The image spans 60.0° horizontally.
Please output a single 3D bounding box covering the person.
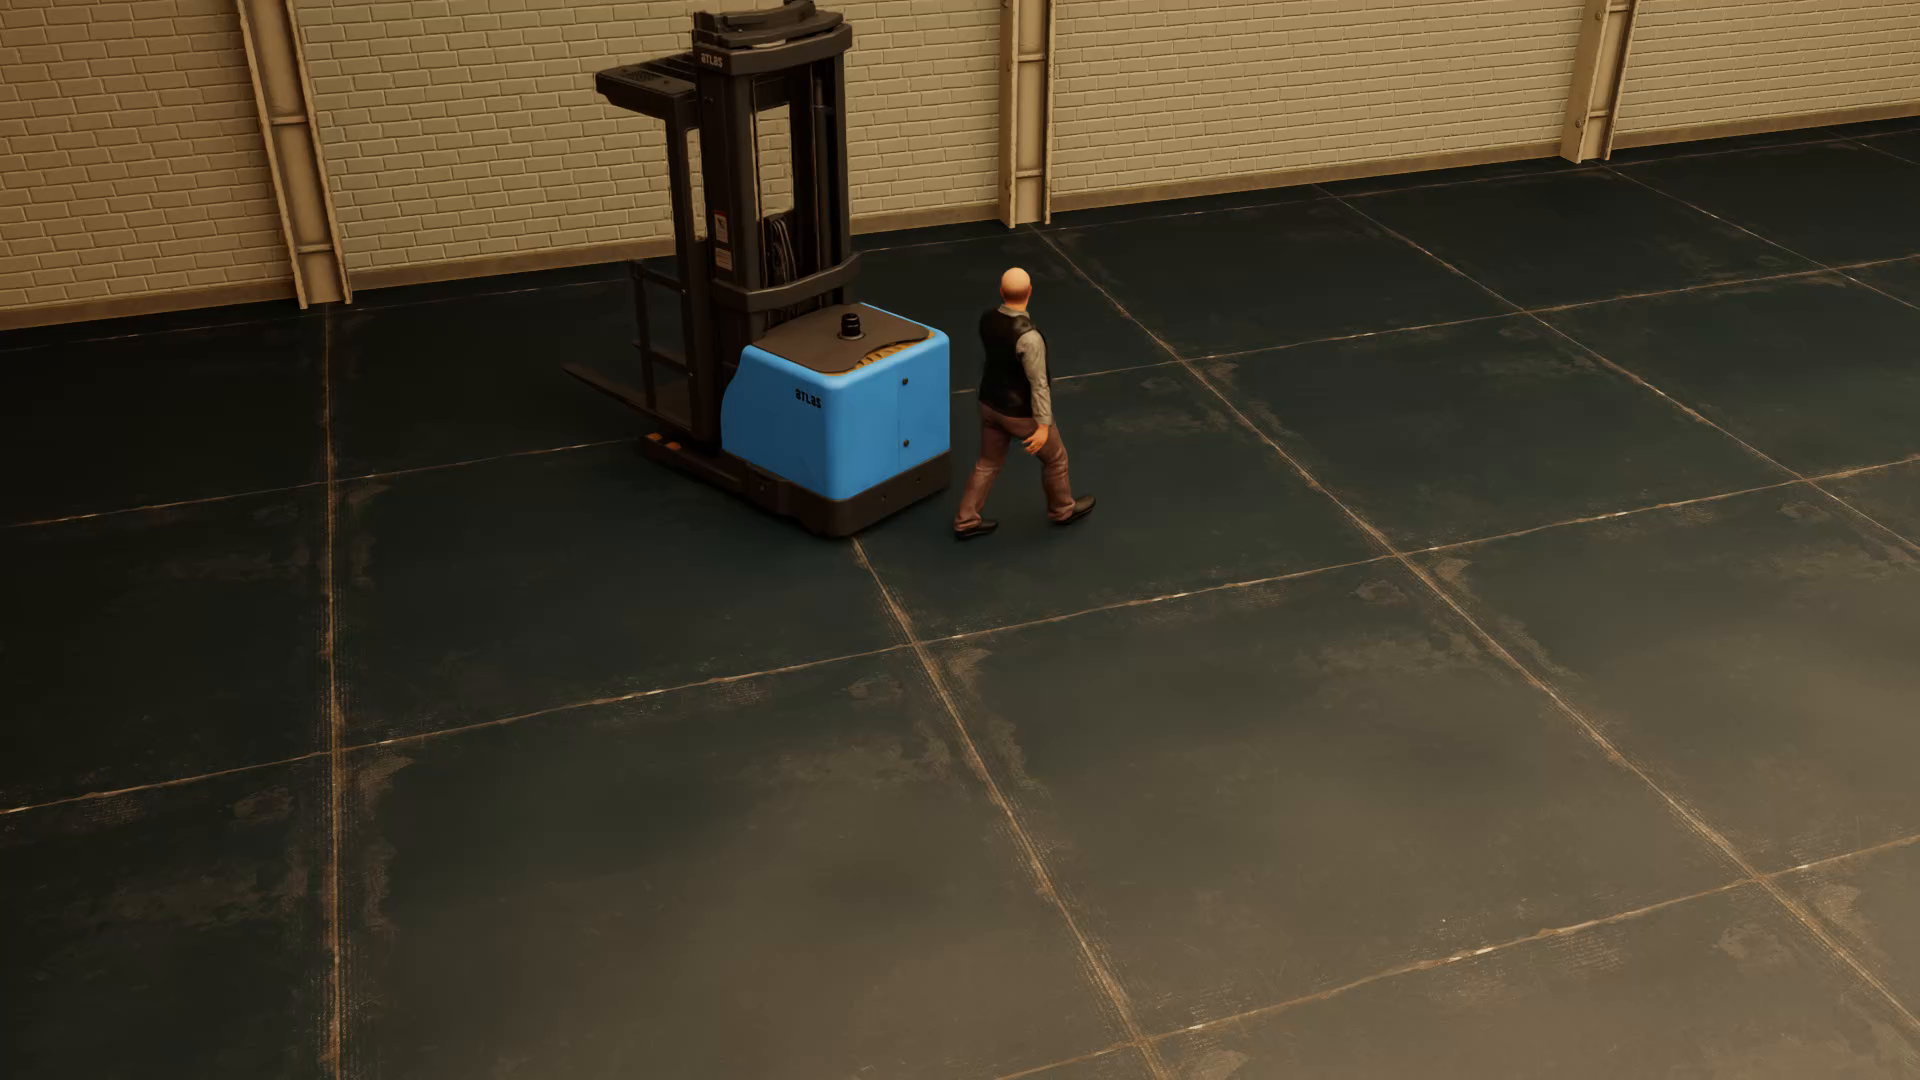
[{"bbox_3d":[0.411,-0.787,9.744,0.892,1.674,0.667,-22,37,-33],"label":"person"}]

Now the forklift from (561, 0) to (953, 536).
[{"bbox_3d":[-1.472,-1.911,10.409,3.031,2.935,1.130,25,38,36],"label":"forklift"}]
